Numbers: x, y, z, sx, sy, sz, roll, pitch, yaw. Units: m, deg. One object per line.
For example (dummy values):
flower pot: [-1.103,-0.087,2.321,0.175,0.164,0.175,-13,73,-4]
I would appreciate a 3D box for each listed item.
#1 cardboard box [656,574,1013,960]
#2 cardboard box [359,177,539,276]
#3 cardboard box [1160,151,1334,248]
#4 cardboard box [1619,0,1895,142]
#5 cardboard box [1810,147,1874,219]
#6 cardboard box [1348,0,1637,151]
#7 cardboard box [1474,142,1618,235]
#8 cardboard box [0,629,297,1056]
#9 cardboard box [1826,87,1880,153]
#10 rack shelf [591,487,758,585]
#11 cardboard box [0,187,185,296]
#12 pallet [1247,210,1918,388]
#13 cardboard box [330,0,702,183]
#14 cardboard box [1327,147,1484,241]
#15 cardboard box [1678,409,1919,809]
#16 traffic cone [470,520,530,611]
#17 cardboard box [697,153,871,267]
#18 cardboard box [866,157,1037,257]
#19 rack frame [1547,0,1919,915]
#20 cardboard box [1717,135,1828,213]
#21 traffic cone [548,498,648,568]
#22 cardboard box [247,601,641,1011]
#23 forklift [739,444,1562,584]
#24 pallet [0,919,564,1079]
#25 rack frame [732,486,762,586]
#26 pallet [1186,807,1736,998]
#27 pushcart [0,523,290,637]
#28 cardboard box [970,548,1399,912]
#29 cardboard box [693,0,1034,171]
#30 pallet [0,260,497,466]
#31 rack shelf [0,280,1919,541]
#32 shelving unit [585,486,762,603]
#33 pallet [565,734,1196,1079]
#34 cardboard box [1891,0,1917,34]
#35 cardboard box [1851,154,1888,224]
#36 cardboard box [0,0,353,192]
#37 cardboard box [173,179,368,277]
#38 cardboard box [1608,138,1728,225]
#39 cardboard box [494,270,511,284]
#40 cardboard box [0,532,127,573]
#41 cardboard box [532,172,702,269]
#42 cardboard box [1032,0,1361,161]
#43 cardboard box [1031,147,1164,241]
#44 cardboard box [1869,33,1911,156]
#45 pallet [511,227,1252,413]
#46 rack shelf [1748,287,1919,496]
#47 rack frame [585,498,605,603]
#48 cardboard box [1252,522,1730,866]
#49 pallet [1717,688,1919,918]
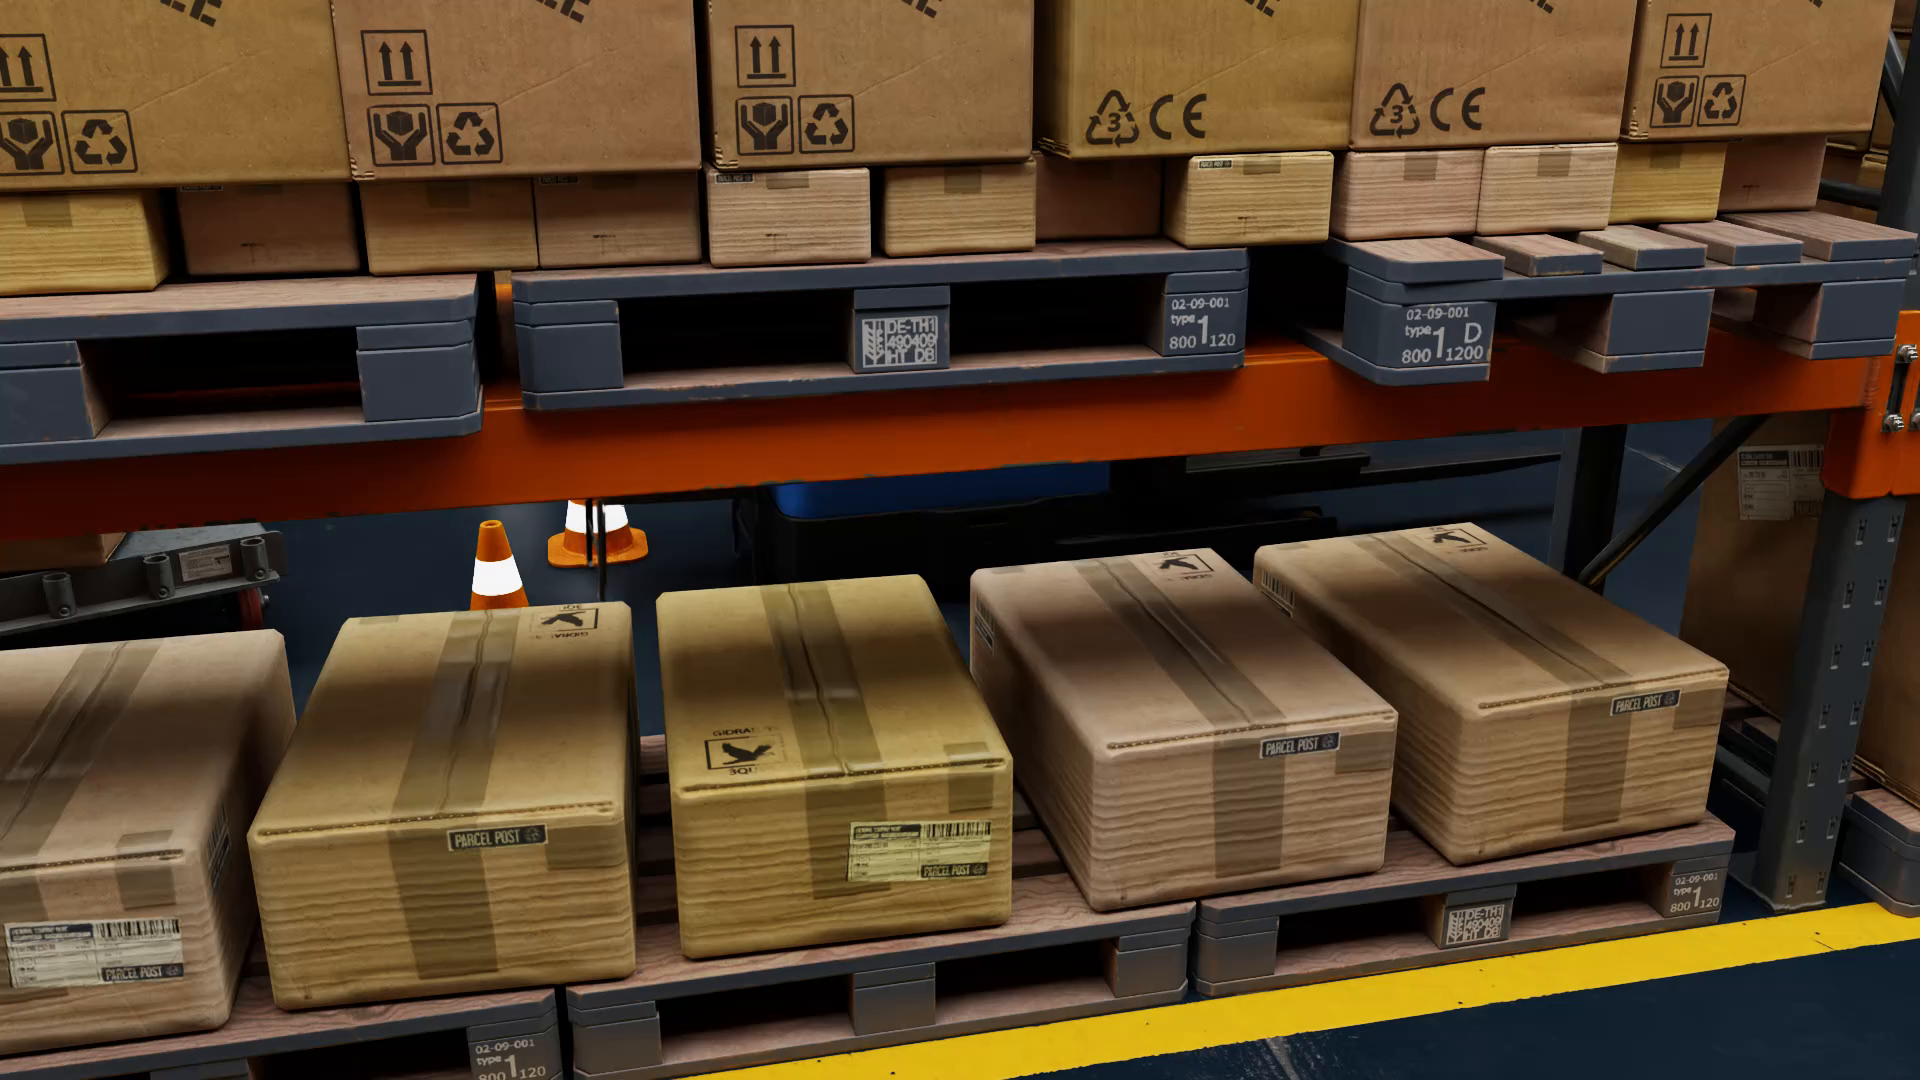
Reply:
cardboard box: [-0.298,0.429,3.493,0.625,0.372,0.950,-4,20,-11]
cardboard box: [-0.810,-0.540,2.683,0.250,0.149,0.380,-4,21,-12]
cardboard box: [0.454,-0.619,2.898,0.250,0.149,0.380,-4,21,-12]
cardboard box: [1.331,-1.023,3.059,0.500,0.500,0.500,-5,21,-14]
cardboard box: [2.142,-0.825,3.924,0.500,0.250,0.500,-5,21,-14]
cardboard box: [0.830,-0.979,2.937,0.500,0.500,0.500,-5,21,-13]
cardboard box: [0.965,-0.663,3.017,0.250,0.149,0.380,-5,21,-13]
cardboard box: [-1.674,0.543,3.183,0.625,0.372,0.950,-4,21,-12]
cardboard box: [2.122,-1.056,3.828,0.500,0.250,0.500,-5,21,-13]
rack shelf: [-0.920,-0.190,5.296,0.480,0.518,0.431,-4,22,-18]
cardboard box: [-1.328,-0.486,2.535,0.250,0.149,0.380,-4,21,-11]
pallet: [1.040,-0.586,3.333,1.003,0.211,1.213,-5,21,-12]
cardboard box: [-0.690,-0.851,2.589,0.500,0.500,0.500,-5,21,-13]
cardboard box: [0.718,-0.645,2.970,0.250,0.149,0.380,-6,21,-15]
cardboard box: [2.400,0.005,3.918,0.875,0.875,0.875,-5,21,-13]
traffic cone: [-1.299,0.173,4.671,0.334,0.463,0.336,-5,21,-12]
cardboard box: [-0.298,-0.563,2.745,0.250,0.149,0.380,-4,20,-10]
cardboard box: [-0.045,-0.594,2.829,0.250,0.149,0.380,-5,21,-14]
rack frame: [1.709,-0.768,3.551,0.127,3.000,1.000,-5,21,-12]
cardboard box: [1.444,-0.743,3.237,0.250,0.149,0.380,-4,20,-10]
traffic cone: [-1.247,-0.185,5.647,0.334,0.463,0.336,-5,21,-12]
cardboard box: [-0.975,0.484,3.341,0.625,0.372,0.950,-3,20,-9]
forklift: [0.767,-1.455,5.525,3.031,2.935,1.130,-6,21,-16]
pallet: [-1.426,0.795,3.336,1.213,0.211,1.003,-5,21,-12]
rack frame: [-0.648,-0.869,5.112,0.015,2.100,0.400,-4,22,-18]
pallet: [0.948,0.602,3.864,1.213,0.211,1.003,-5,21,-12]
pushcart: [-2.757,0.020,5.211,0.936,0.377,1.648,-13,24,-31]
cardboard box: [0.441,0.371,3.651,0.625,0.372,0.950,-5,21,-14]
cardboard box: [-0.192,-0.895,2.710,0.500,0.500,0.500,-6,21,-15]
pallet: [-1.406,-0.374,2.752,1.213,0.211,1.003,-5,21,-12]
rack shelf: [-0.237,-0.272,3.243,4.000,0.370,1.077,-5,21,-12]
shelving unit: [-0.880,-0.854,5.038,0.503,2.100,0.431,-4,22,-18]
pallet: [-0.237,0.698,3.603,1.213,0.211,1.003,-5,21,-12]
cardboard box: [2.245,-1.242,3.245,0.500,0.500,0.500,-5,21,-14]
cardboard box: [2.243,-0.653,3.453,0.500,0.250,0.500,-5,21,-13]
cardboard box: [-1.174,-0.817,2.495,0.500,0.500,0.500,-5,21,-12]
cardboard box: [-1.070,-0.534,2.666,0.250,0.149,0.380,-3,20,-9]
cardboard box: [1.200,-0.698,3.113,0.250,0.149,0.380,-4,21,-12]
cardboard box: [-1.898,-1.396,7.925,0.750,0.750,1.050,-5,21,-12]
cardboard box: [-2.622,-0.227,4.607,0.500,0.500,0.500,-5,21,-12]
cardboard box: [-0.569,-0.559,2.735,0.250,0.149,0.380,-4,21,-12]
cardboard box: [0.339,-0.938,2.827,0.500,0.500,0.500,-6,21,-16]
cardboard box: [0.180,-0.641,2.959,0.250,0.149,0.380,-4,21,-12]
cardboard box: [2.259,-0.890,3.375,0.500,0.250,0.500,-5,21,-13]
pallet: [-0.208,-0.508,3.119,1.213,0.211,1.003,-5,21,-12]
rack shelf: [3.656,-0.589,4.107,4.000,0.370,1.077,-5,21,-12]
rack frame: [-1.112,-0.839,4.964,0.015,2.100,0.400,-4,22,-18]
cardboard box: [1.157,0.310,3.818,0.625,0.372,0.950,-6,21,-16]
pallet: [2.494,0.504,4.133,1.213,0.211,1.003,-5,21,-12]
